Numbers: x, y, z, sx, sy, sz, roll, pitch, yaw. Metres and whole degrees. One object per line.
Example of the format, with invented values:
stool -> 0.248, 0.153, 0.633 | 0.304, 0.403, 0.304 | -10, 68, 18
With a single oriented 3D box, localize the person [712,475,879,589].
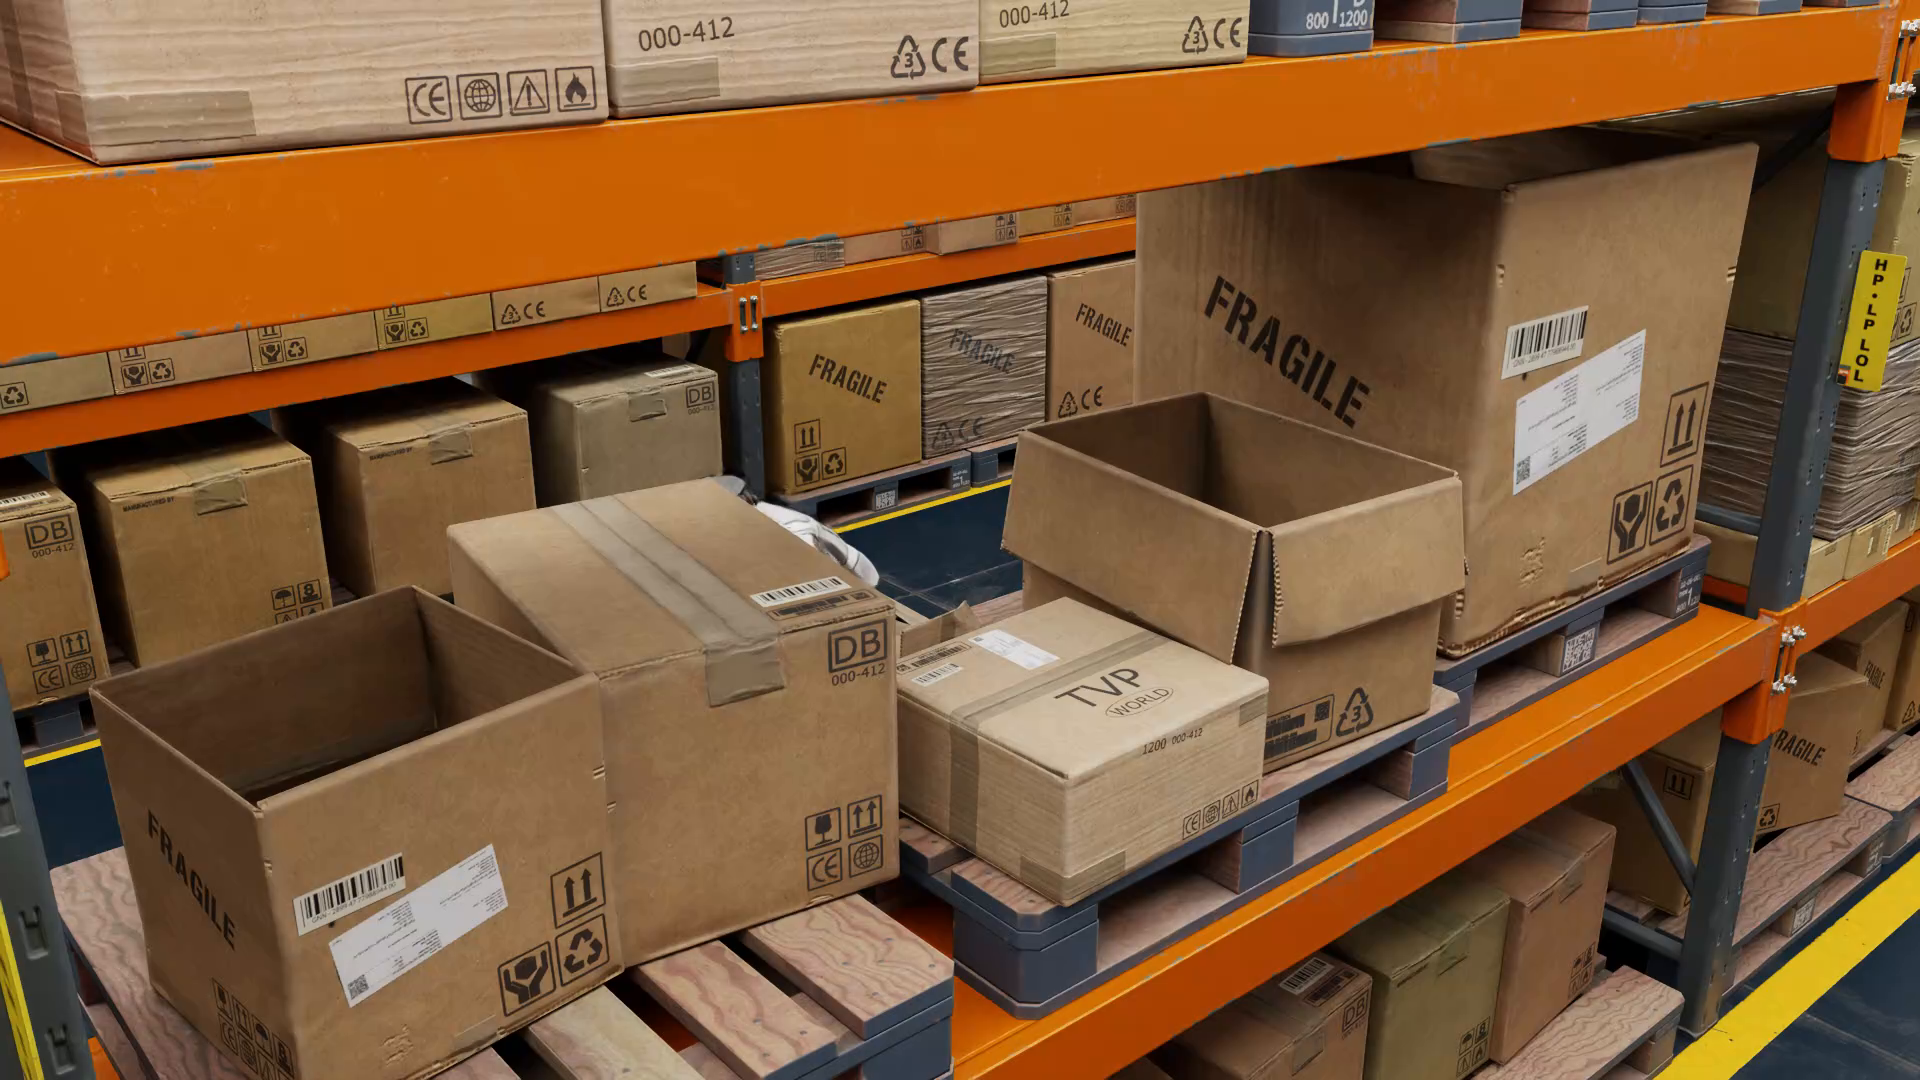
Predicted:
person -> -0.645, 0.277, 6.069 | 0.796, 1.163, 0.520 | -17, 27, -38
